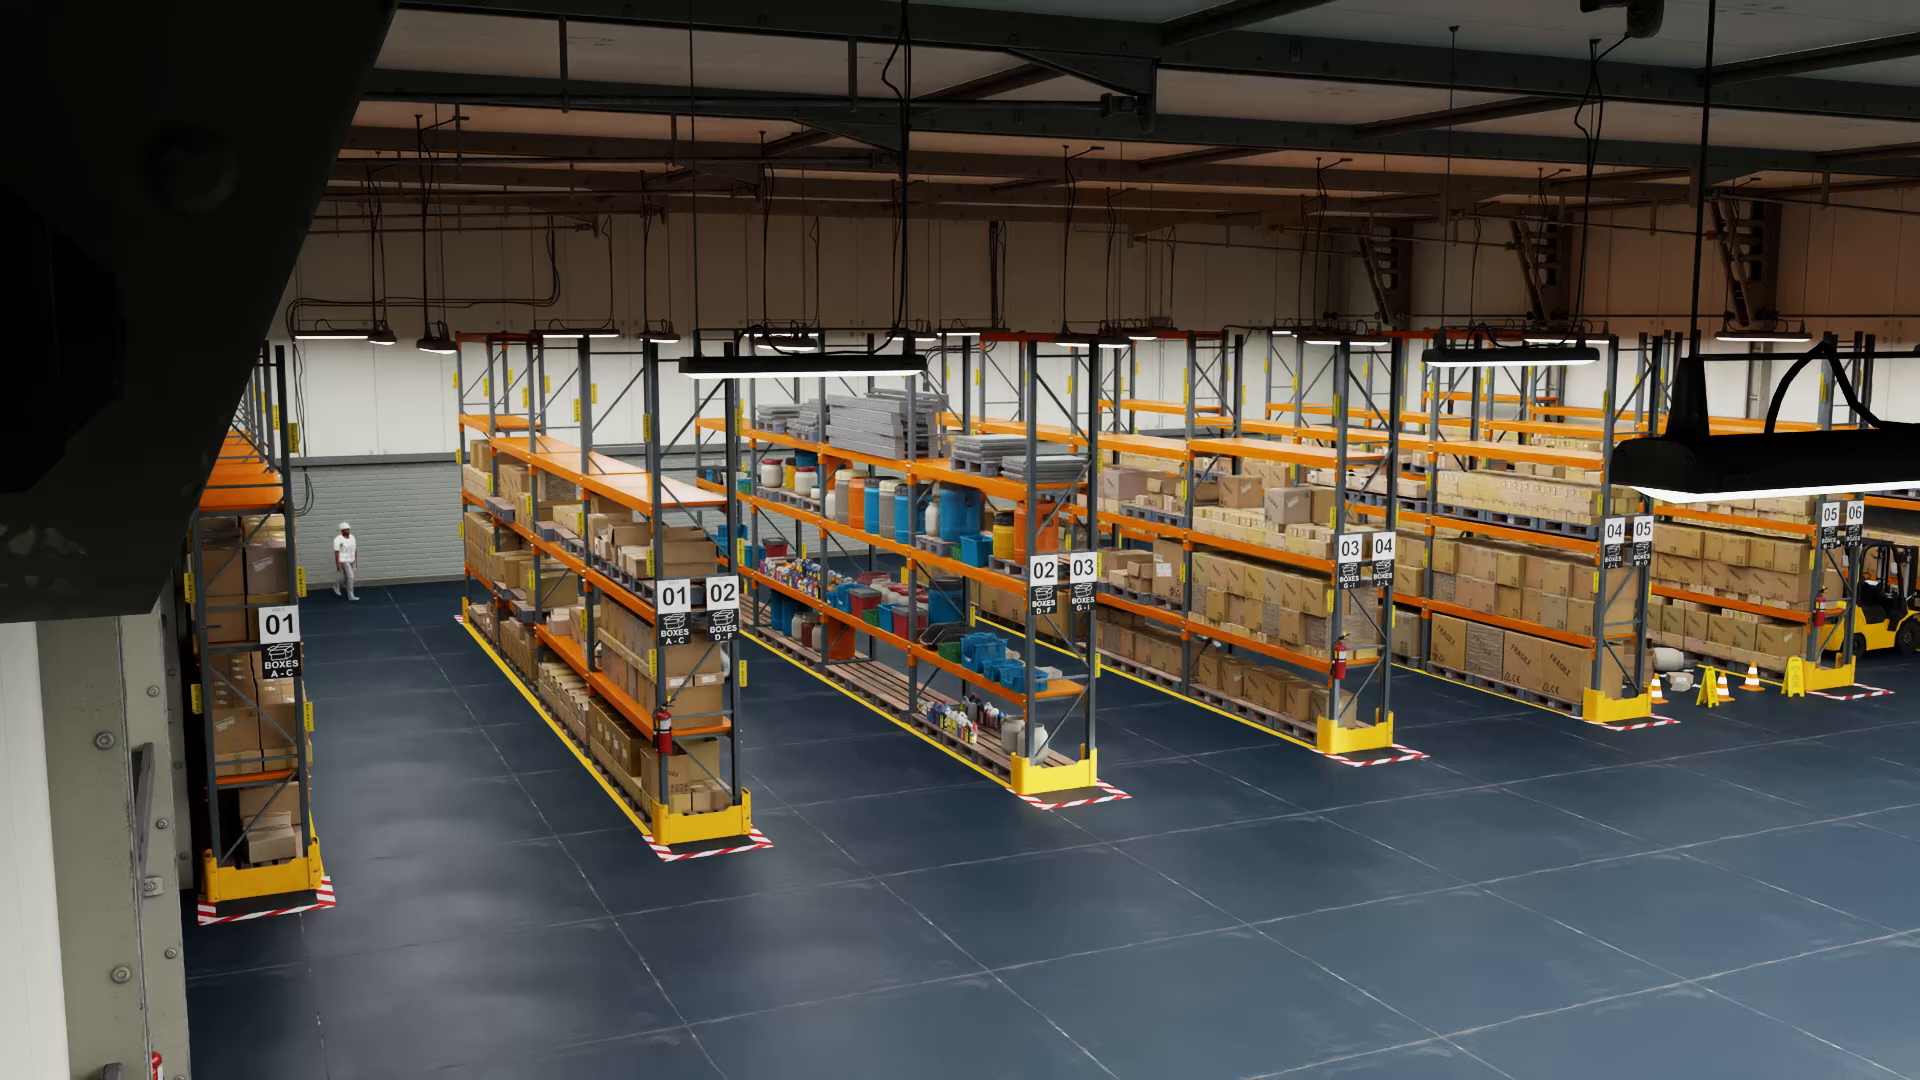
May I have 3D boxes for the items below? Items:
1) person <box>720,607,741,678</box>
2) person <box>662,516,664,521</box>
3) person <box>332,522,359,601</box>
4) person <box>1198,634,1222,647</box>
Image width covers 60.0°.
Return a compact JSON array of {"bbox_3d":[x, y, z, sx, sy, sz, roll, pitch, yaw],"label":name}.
[{"bbox_3d":[-4.065,1.534,29.075,0.539,1.780,0.620,6,10,38],"label":"person"},{"bbox_3d":[-7.199,0.183,39.623,0.866,1.610,0.476,0,8,-2],"label":"person"},{"bbox_3d":[-13.697,0.468,37.016,0.787,1.748,0.573,2,8,15],"label":"person"},{"bbox_3d":[4.866,1.203,32.049,0.453,1.604,1.064,-3,8,-21],"label":"person"}]
